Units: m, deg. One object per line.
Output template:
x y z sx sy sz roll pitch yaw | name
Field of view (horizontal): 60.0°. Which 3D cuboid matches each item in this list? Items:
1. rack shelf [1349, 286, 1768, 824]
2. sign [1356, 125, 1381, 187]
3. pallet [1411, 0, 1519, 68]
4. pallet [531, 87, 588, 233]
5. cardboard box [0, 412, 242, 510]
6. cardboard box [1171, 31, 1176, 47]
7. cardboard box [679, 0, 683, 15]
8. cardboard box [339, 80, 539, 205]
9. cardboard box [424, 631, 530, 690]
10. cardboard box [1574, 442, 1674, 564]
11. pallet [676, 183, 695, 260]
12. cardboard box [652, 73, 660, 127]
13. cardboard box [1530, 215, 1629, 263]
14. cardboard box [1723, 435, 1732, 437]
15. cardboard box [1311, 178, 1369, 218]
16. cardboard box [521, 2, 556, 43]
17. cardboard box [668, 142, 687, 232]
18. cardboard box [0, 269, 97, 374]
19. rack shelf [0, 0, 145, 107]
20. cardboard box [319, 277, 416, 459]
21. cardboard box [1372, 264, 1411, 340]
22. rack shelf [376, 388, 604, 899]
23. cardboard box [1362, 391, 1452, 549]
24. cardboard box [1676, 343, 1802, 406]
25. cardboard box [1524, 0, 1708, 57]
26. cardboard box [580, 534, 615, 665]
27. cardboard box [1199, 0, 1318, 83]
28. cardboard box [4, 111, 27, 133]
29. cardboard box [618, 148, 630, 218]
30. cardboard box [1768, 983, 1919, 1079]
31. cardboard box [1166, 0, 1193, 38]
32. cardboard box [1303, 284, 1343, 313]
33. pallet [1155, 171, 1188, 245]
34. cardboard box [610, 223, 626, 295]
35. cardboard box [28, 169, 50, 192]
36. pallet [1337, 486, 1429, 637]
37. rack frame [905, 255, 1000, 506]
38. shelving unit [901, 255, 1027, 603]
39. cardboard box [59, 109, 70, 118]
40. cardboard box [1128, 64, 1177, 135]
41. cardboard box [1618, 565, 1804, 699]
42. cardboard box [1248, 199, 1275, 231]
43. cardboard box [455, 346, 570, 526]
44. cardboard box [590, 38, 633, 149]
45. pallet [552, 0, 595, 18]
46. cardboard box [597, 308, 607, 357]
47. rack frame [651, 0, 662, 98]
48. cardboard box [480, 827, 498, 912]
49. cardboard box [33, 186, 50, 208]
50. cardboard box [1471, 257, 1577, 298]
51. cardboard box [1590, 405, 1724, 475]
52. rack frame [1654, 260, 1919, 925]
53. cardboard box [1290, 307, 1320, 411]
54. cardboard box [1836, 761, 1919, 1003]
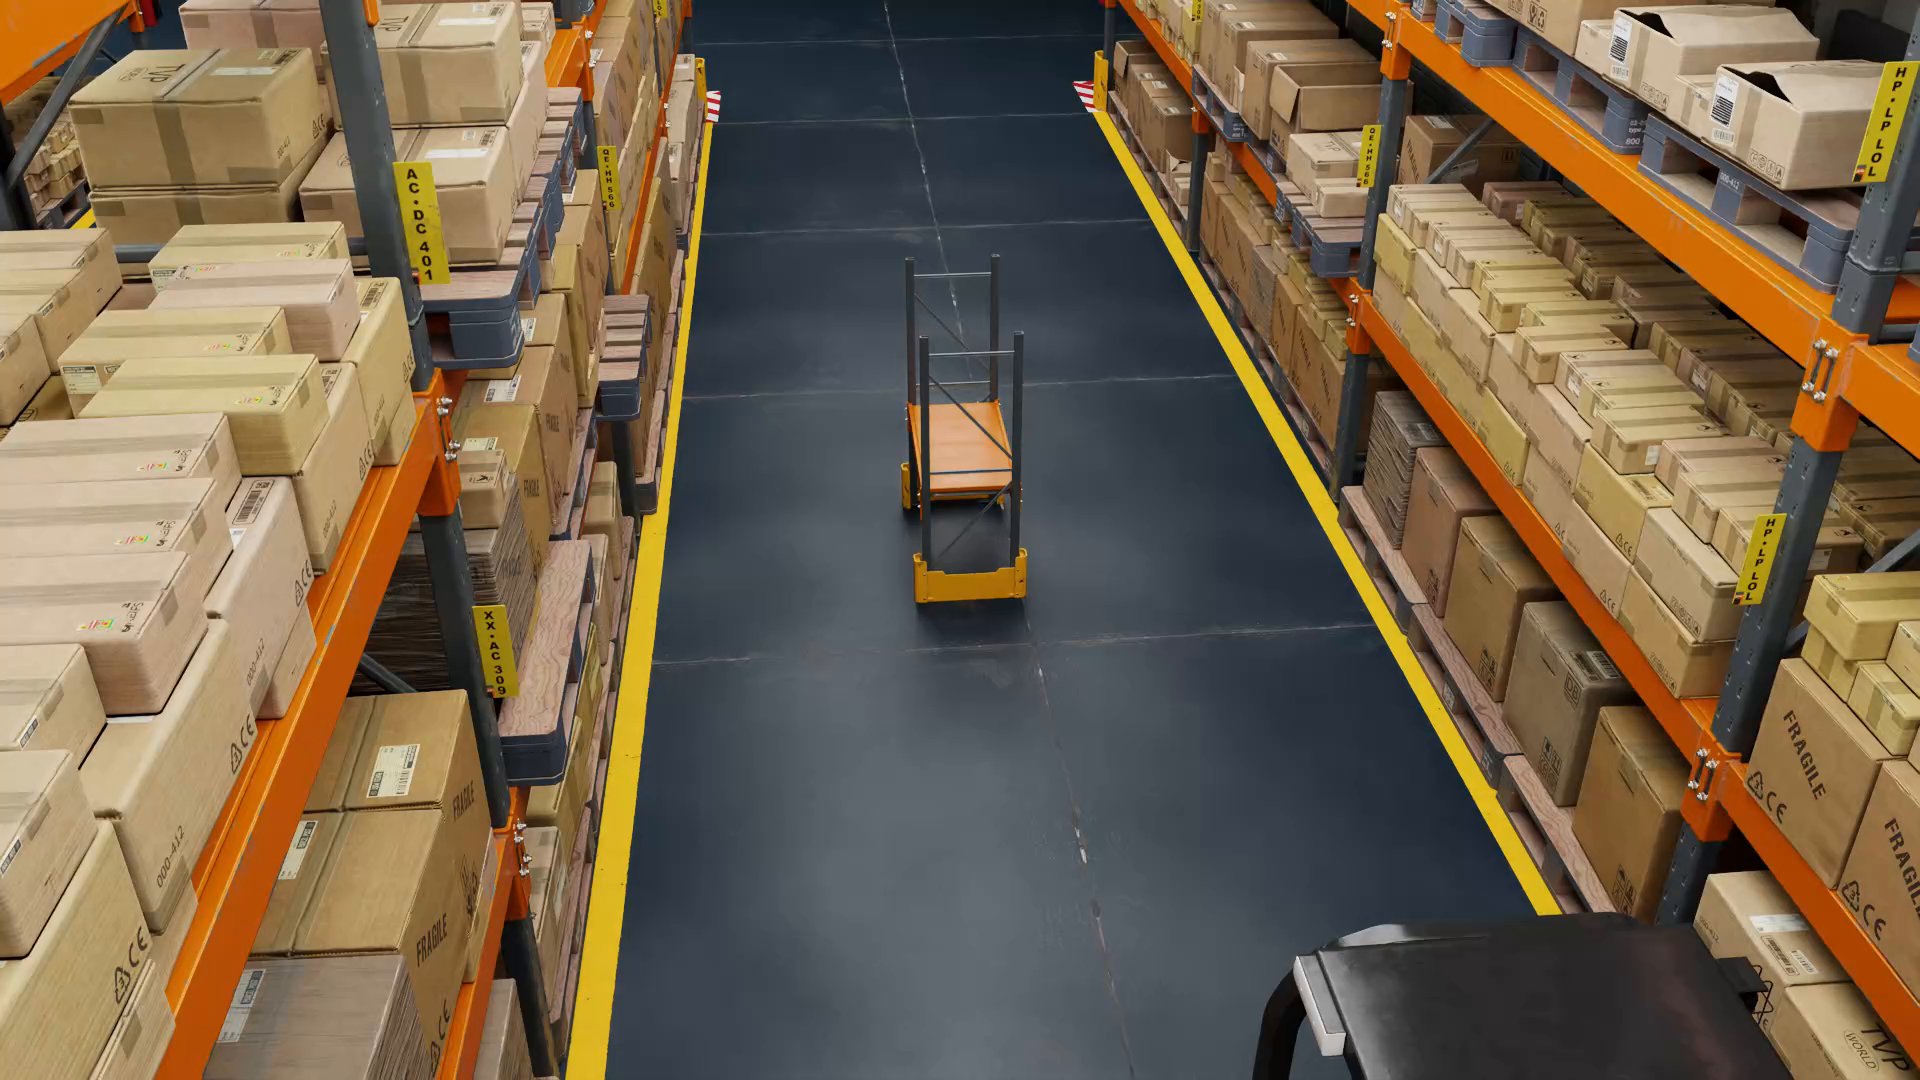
2.839 -0.218 7.391 1.077 0.370 4.000 -3 31 -5 | rack shelf
2.113 -1.980 8.588 0.100 0.325 0.005 -3 31 -5 | sign
2.805 -2.412 7.623 1.213 0.211 1.003 -1 31 -2 | pallet
-1.967 -1.323 5.797 1.213 0.211 1.003 -3 31 -5 | pallet
-1.556 -0.106 3.044 0.380 0.149 0.250 -3 31 -6 | cardboard box
1.906 -4.032 13.319 0.380 0.149 0.250 -2 31 -3 | cardboard box
-2.638 -4.683 14.067 0.500 0.500 0.500 -2 31 -3 | cardboard box
-1.619 -1.246 5.222 0.500 0.250 0.500 -3 31 -5 | cardboard box
-1.652 0.364 5.550 0.380 0.149 0.250 -2 31 -4 | cardboard box
2.671 -0.157 6.246 0.500 0.250 0.500 -4 31 -6 | cardboard box
-2.656 -2.545 13.305 1.003 0.211 1.213 -3 31 -5 | pallet
-2.370 -3.069 11.609 0.500 0.250 0.500 -3 31 -6 | cardboard box
2.984 -1.449 8.021 0.380 0.149 0.250 -3 31 -5 | cardboard box
3.197 -0.184 6.292 0.500 0.250 0.500 -3 31 -5 | cardboard box
2.209 -1.937 9.404 0.380 0.149 0.250 -2 31 -4 | cardboard box
-2.051 -2.337 7.558 0.380 0.149 0.250 -3 31 -5 | cardboard box
-2.615 -2.756 13.028 0.875 0.438 0.875 -3 31 -5 | cardboard box
-2.158 -0.480 3.671 0.380 0.149 0.250 -2 31 -3 | cardboard box
-7.769 -3.774 13.344 1.077 0.370 4.000 -3 31 -5 | rack shelf
-1.606 -0.404 3.932 0.500 0.250 0.500 -3 31 -5 | cardboard box
2.451 -1.245 8.556 0.500 0.250 0.500 -3 31 -4 | cardboard box
-2.102 0.022 6.990 1.077 0.370 4.000 -3 31 -5 | rack shelf
2.697 -0.390 8.883 0.875 0.625 0.625 -2 31 -3 | cardboard box
3.140 -0.670 6.717 0.380 0.149 0.250 -3 31 -5 | cardboard box
2.573 -2.201 6.479 0.500 0.500 0.500 -2 31 -3 | cardboard box
-2.169 0.305 7.967 0.950 0.372 0.625 -3 31 -6 | cardboard box
2.101 -3.556 11.770 0.700 0.500 0.500 -2 31 -3 | cardboard box
-8.081 -3.497 13.970 0.380 0.149 0.250 -2 31 -3 | cardboard box
-2.138 -1.993 9.320 0.500 0.250 0.500 -2 31 -3 | cardboard box
2.797 1.589 4.962 0.500 0.250 0.500 -3 31 -5 | cardboard box
1.927 -4.157 13.140 0.500 0.250 0.500 -3 31 -4 | cardboard box
2.317 -1.448 10.144 0.380 0.149 0.250 -4 31 -6 | cardboard box
2.216 -2.743 13.637 1.003 0.211 1.213 -3 31 -5 | pallet
-2.084 -1.506 8.992 0.500 0.250 0.500 -3 31 -5 | cardboard box
-7.493 -2.873 13.215 0.380 0.149 0.250 -1 31 -2 | cardboard box
2.691 0.071 8.924 1.003 0.211 1.213 -3 31 -5 | pallet
-0.040 -0.860 9.227 0.500 1.500 0.032 -3 31 -5 | rack frame
0.007 -0.605 8.800 0.587 1.500 1.083 -3 31 -5 | shelving unit
-7.495 -3.531 14.026 0.380 0.149 0.250 -2 31 -3 | cardboard box
1.909 -3.984 15.023 0.700 0.500 0.500 -2 31 -3 | cardboard box
2.719 0.314 5.945 0.500 0.250 0.500 -2 31 -3 | cardboard box
2.211 -2.243 11.475 0.380 0.149 0.250 -3 31 -5 | cardboard box
-1.754 -0.379 6.162 0.500 0.500 0.500 -3 31 -5 | cardboard box
-2.181 -2.561 9.541 0.500 0.500 0.500 -2 31 -3 | cardboard box
-2.402 -2.841 8.340 1.213 0.211 1.003 -1 31 -2 | pallet
-1.859 -0.965 7.775 0.380 0.149 0.250 -3 31 -5 | cardboard box
-2.663 -3.350 11.934 1.000 3.000 0.127 -3 31 -5 | rack frame
-1.582 0.991 4.910 0.380 0.149 0.250 -3 31 -5 | cardboard box
-7.529 -2.742 13.287 0.380 0.149 0.250 -4 31 -7 | cardboard box
2.555 -1.166 7.548 0.380 0.149 0.250 -2 31 -4 | cardboard box
2.604 -0.377 6.226 0.380 0.149 0.250 -4 31 -6 | cardboard box
3.026 0.494 5.497 1.000 3.000 0.127 -3 31 -5 | rack frame
2.363 -1.117 10.222 0.500 0.500 0.500 -3 31 -5 | cardboard box
2.873 0.956 4.627 0.500 0.500 0.500 -2 31 -4 | cardboard box
